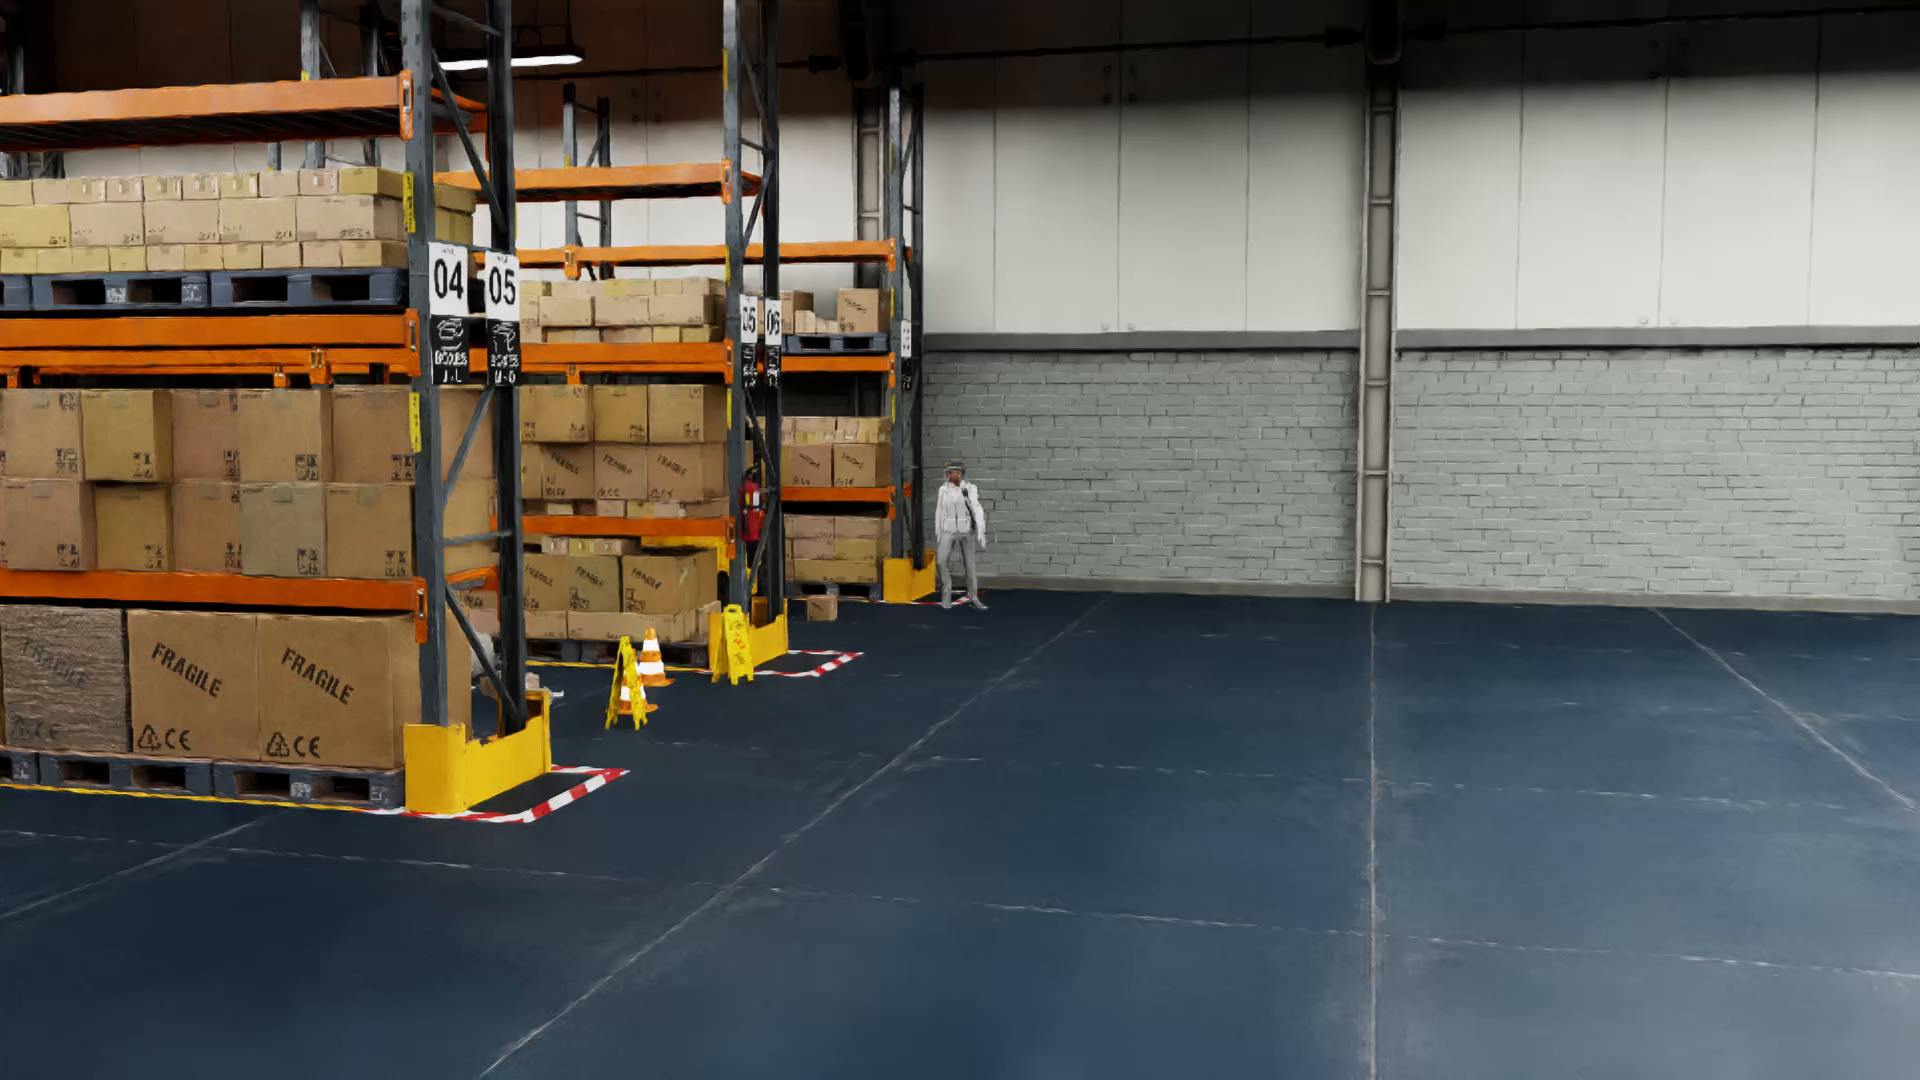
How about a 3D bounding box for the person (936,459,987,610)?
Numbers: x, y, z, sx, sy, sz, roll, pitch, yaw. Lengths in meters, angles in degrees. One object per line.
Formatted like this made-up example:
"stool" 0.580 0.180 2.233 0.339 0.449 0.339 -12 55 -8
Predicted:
"person" 0.007 -0.057 18.121 0.565 1.655 0.484 0 5 4
